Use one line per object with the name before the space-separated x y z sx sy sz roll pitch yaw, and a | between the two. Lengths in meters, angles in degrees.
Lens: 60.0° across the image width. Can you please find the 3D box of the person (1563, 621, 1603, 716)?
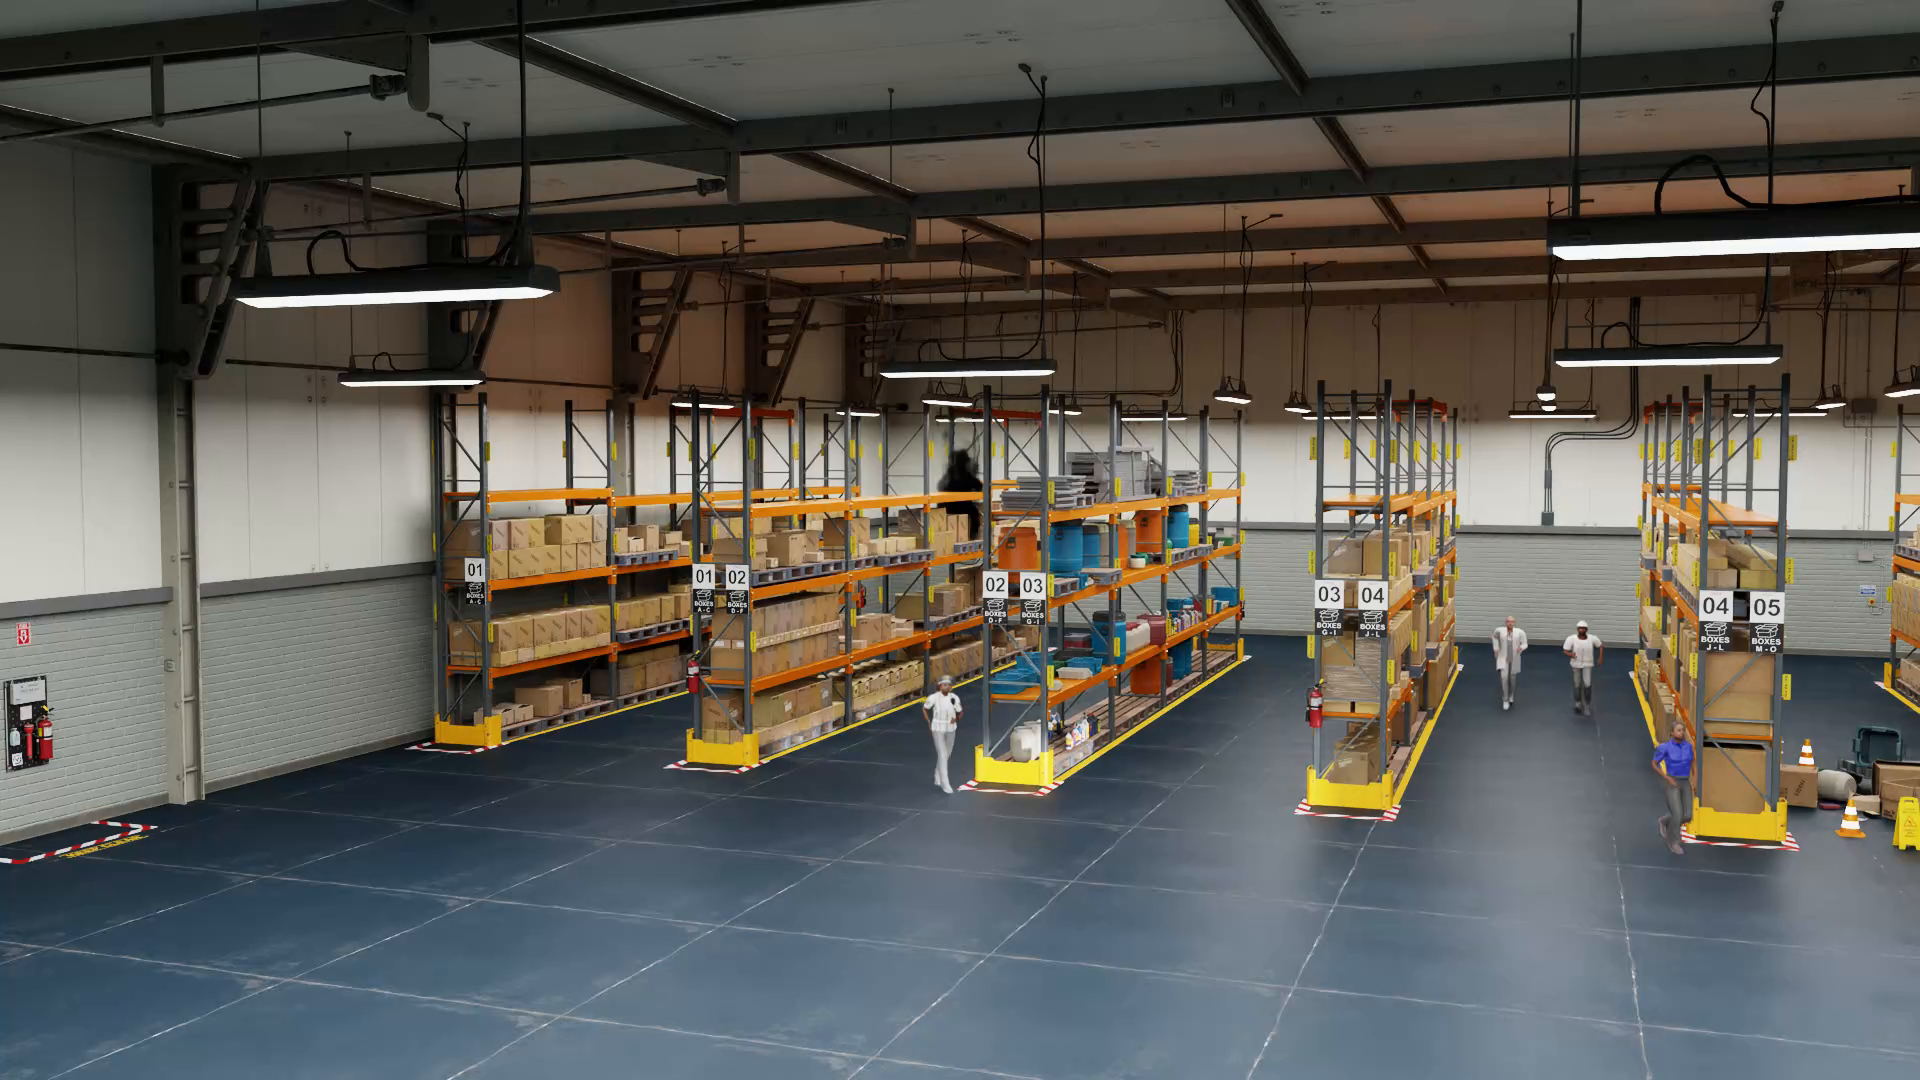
person | 11.868 2.453 31.695 0.726 1.840 0.744 1 3 20

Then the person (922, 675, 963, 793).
person | -0.220 2.826 24.552 0.569 1.684 0.827 -1 3 -22

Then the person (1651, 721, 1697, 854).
person | 8.993 3.137 20.927 0.618 1.547 0.576 -1 3 -13

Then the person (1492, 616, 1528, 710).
person | 10.787 2.376 32.648 0.651 1.802 1.036 1 3 13
